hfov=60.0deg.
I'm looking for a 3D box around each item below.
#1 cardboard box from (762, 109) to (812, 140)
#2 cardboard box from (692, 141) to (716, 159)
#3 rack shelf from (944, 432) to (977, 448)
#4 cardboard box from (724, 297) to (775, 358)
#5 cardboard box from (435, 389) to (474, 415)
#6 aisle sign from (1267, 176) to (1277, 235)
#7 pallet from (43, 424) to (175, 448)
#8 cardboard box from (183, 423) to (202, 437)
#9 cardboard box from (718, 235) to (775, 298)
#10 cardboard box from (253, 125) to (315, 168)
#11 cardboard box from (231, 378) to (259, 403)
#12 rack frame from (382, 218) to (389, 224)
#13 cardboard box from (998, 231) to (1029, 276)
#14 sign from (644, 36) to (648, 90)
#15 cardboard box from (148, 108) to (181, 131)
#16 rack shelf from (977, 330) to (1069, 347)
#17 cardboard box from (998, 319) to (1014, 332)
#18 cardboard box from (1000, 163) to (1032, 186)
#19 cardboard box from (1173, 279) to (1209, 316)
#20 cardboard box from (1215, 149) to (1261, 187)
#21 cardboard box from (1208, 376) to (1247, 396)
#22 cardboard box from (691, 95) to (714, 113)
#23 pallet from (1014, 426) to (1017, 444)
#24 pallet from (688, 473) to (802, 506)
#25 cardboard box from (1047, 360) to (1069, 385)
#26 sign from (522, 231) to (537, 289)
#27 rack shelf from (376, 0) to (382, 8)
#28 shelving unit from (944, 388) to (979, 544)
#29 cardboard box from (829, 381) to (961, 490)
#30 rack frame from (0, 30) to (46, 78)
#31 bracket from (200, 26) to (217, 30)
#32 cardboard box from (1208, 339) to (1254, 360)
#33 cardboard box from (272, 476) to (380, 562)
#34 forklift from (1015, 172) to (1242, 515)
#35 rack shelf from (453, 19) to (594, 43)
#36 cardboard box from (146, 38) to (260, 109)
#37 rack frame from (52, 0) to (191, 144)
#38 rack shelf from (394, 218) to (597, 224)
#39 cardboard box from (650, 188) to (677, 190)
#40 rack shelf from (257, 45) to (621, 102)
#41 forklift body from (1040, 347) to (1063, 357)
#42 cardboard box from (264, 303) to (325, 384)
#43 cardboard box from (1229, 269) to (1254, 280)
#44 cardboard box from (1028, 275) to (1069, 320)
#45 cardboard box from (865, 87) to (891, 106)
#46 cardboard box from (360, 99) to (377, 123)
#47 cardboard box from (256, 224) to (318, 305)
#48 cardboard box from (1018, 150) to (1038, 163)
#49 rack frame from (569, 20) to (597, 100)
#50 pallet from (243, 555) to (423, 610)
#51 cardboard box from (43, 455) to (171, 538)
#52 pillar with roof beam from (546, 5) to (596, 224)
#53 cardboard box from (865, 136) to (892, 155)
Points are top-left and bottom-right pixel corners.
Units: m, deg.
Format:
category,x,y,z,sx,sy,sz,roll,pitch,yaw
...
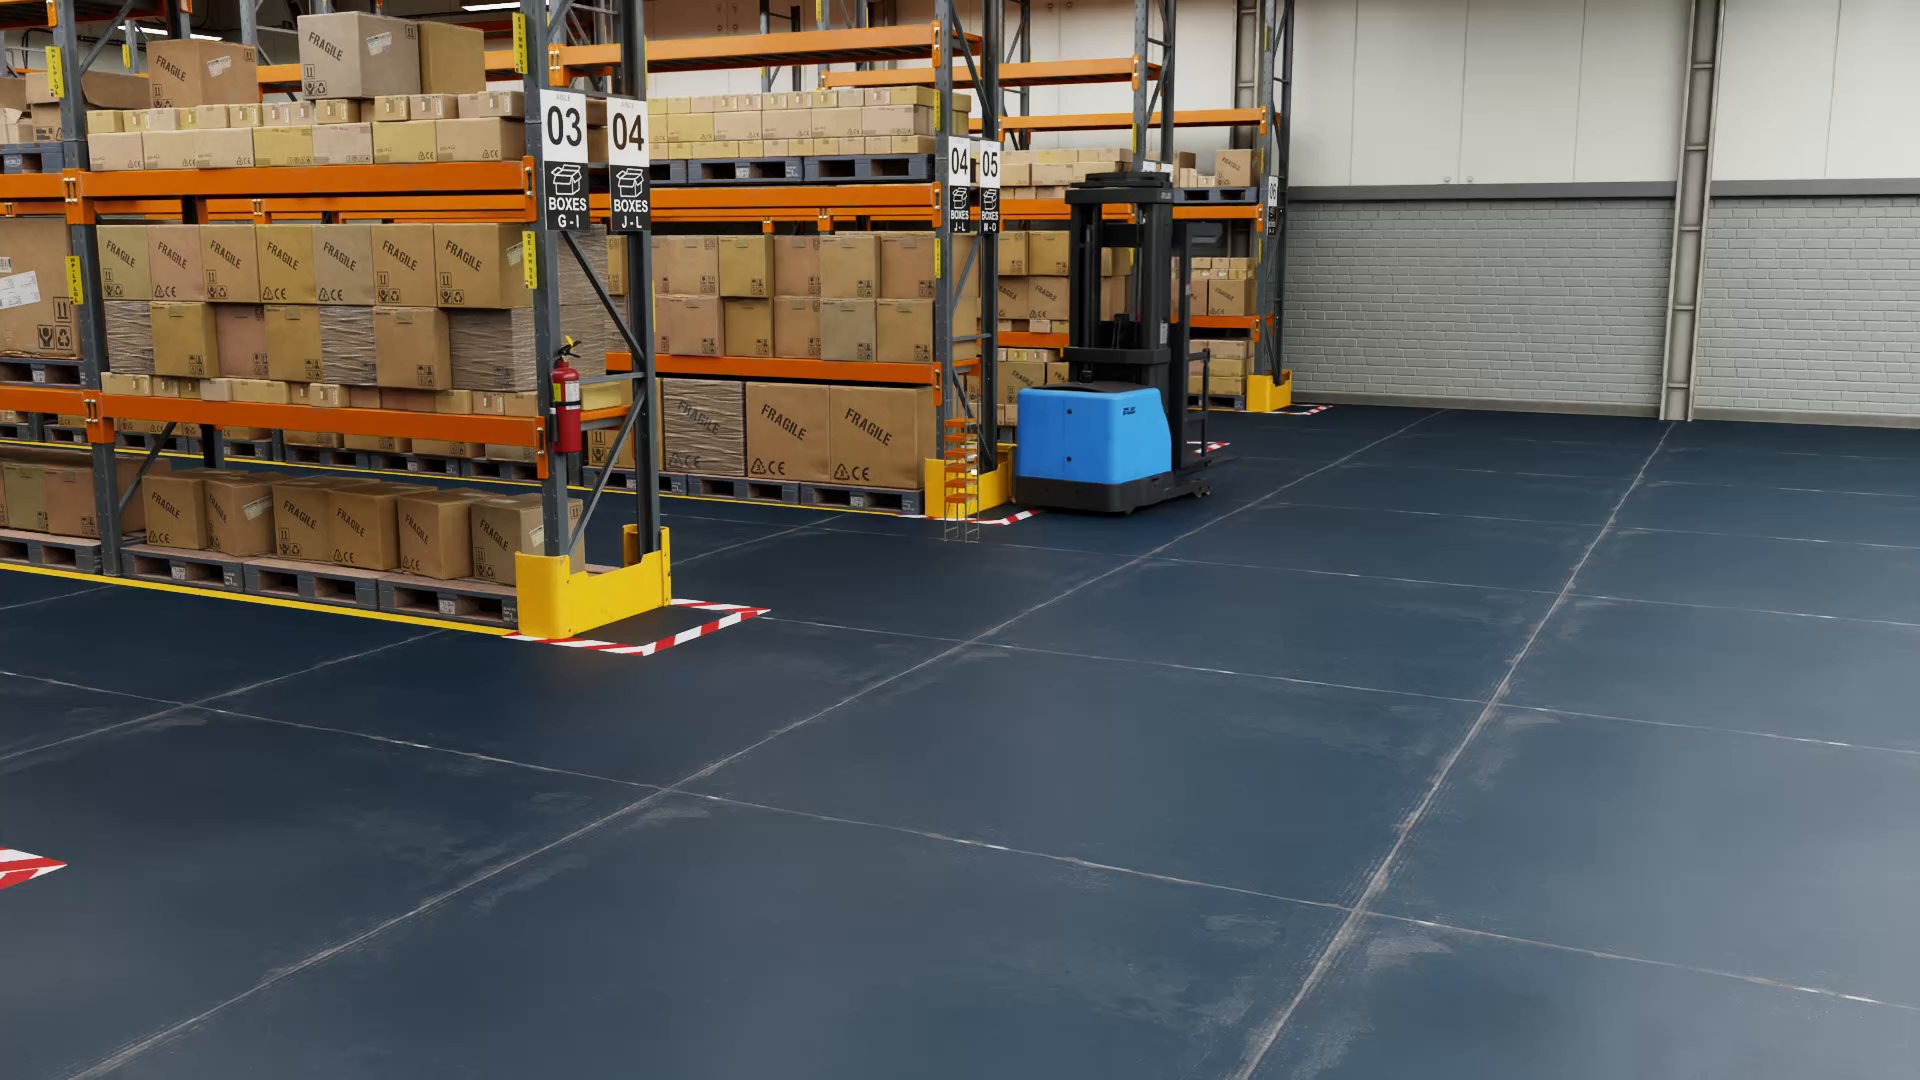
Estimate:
category,x,y,z,sx,sy,sz,roll,pitch,yaw
cardboard box,-1.395,-3.640,14.623,0.500,0.250,0.500,5,11,25
cardboard box,-2.202,-3.503,14.985,0.250,0.149,0.380,5,11,26
rack shelf,0.013,-0.782,13.082,0.180,0.103,0.258,5,11,26
cardboard box,-1.730,-1.997,15.423,0.500,0.550,0.875,5,11,26
cardboard box,-3.037,-0.875,10.350,0.250,0.149,0.380,5,11,26
aisle sign,4.287,-4.581,22.820,0.004,0.787,0.394,5,11,26
pallet,-9.997,-1.275,19.681,1.213,0.211,1.003,5,11,26
cardboard box,-8.278,-1.421,18.499,0.500,0.500,0.500,6,12,28
cardboard box,-1.759,-2.518,15.269,0.500,0.550,0.875,5,11,26
cardboard box,-4.123,-2.497,10.604,0.500,0.250,0.500,5,11,25
cardboard box,-4.615,-1.010,11.095,0.250,0.149,0.380,5,11,26
rack frame,-8.596,-3.507,24.182,0.127,3.000,1.000,5,11,26
cardboard box,0.657,-3.319,19.221,0.500,0.500,0.700,5,11,25
sign,-1.980,-2.971,10.347,0.005,0.325,0.100,5,11,26
cardboard box,-5.148,-2.782,11.058,0.250,0.149,0.380,5,11,26
rack shelf,0.372,-2.365,19.893,4.000,0.370,1.077,5,11,26
cardboard box,0.557,-2.522,19.449,0.250,0.149,0.380,5,11,25
cardboard box,0.669,-4.187,19.104,0.500,0.250,0.500,5,12,27
cardboard box,3.339,-3.442,23.547,0.500,0.500,0.500,5,12,28
cardboard box,3.853,-5.131,22.995,0.500,0.500,0.500,5,12,28
cardboard box,3.797,-2.194,23.473,0.500,0.250,0.500,5,11,26
cardboard box,-2.204,-3.895,14.914,0.250,0.149,0.380,5,11,26
pallet,1.384,-1.264,19.624,1.213,0.211,1.003,5,11,26
pallet,-1.776,-0.537,15.605,1.213,0.211,1.003,5,11,26
cardboard box,1.331,-1.805,19.217,0.500,0.500,0.500,5,11,26
sign,-2.483,-1.616,9.600,0.005,0.325,0.100,5,11,26
rack shelf,-6.803,-7.582,22.545,4.000,0.370,1.077,5,11,26
shelving unit,0.013,-0.589,13.117,0.189,1.200,0.258,5,11,26
cardboard box,-0.572,-0.966,14.934,0.875,0.875,0.875,5,11,26
rack frame,-10.696,-5.660,19.236,0.127,3.000,1.000,5,11,26
bracket,-14.664,-9.857,32.320,0.430,0.232,0.235,5,11,26
cardboard box,3.807,-2.686,23.383,0.500,0.250,0.500,5,12,28
cardboard box,-4.357,-0.152,11.486,0.500,0.500,0.500,4,11,21
forklift,1.716,-1.876,15.363,1.130,2.935,3.031,7,12,33
rack shelf,-8.197,-8.691,28.669,4.000,0.370,1.077,5,11,26
cardboard box,-5.290,-3.216,11.636,0.500,0.500,0.500,5,11,24
rack frame,-5.807,-4.245,11.420,0.127,3.000,1.000,5,11,26
rack shelf,-8.197,-5.579,29.232,4.000,0.370,1.077,5,11,26
cardboard box,-3.629,-4.603,21.526,0.637,0.503,0.797,5,11,26
rack shelf,-5.315,-4.636,16.723,4.000,0.370,1.077,5,11,26
forklift body,1.850,-2.794,22.631,1.214,2.155,2.313,5,11,26
cardboard box,-4.075,-1.329,11.037,0.500,0.500,0.875,5,11,26
cardboard box,3.923,-3.705,23.176,0.250,0.149,0.380,5,11,27
cardboard box,1.110,-2.795,19.138,0.500,0.500,0.500,5,11,26
cardboard box,-0.610,-3.755,14.141,0.250,0.149,0.380,5,11,26
cardboard box,-3.485,-2.647,10.314,0.250,0.149,0.380,5,11,26
cardboard box,-4.165,-1.789,10.767,0.500,0.500,0.500,5,11,26
cardboard box,0.859,-4.377,19.038,0.250,0.149,0.380,5,11,26
rack frame,-6.403,-7.252,28.030,0.127,3.000,1.000,5,11,26
pallet,-4.091,0.222,11.411,1.213,0.211,1.003,5,11,26
cardboard box,-6.348,-0.332,12.424,0.500,0.500,0.700,4,11,21
pillar with roof beam,-8.534,-6.763,25.330,0.548,9.000,9.100,5,11,26
cardboard box,-0.608,-3.363,14.211,0.250,0.149,0.380,5,11,26
